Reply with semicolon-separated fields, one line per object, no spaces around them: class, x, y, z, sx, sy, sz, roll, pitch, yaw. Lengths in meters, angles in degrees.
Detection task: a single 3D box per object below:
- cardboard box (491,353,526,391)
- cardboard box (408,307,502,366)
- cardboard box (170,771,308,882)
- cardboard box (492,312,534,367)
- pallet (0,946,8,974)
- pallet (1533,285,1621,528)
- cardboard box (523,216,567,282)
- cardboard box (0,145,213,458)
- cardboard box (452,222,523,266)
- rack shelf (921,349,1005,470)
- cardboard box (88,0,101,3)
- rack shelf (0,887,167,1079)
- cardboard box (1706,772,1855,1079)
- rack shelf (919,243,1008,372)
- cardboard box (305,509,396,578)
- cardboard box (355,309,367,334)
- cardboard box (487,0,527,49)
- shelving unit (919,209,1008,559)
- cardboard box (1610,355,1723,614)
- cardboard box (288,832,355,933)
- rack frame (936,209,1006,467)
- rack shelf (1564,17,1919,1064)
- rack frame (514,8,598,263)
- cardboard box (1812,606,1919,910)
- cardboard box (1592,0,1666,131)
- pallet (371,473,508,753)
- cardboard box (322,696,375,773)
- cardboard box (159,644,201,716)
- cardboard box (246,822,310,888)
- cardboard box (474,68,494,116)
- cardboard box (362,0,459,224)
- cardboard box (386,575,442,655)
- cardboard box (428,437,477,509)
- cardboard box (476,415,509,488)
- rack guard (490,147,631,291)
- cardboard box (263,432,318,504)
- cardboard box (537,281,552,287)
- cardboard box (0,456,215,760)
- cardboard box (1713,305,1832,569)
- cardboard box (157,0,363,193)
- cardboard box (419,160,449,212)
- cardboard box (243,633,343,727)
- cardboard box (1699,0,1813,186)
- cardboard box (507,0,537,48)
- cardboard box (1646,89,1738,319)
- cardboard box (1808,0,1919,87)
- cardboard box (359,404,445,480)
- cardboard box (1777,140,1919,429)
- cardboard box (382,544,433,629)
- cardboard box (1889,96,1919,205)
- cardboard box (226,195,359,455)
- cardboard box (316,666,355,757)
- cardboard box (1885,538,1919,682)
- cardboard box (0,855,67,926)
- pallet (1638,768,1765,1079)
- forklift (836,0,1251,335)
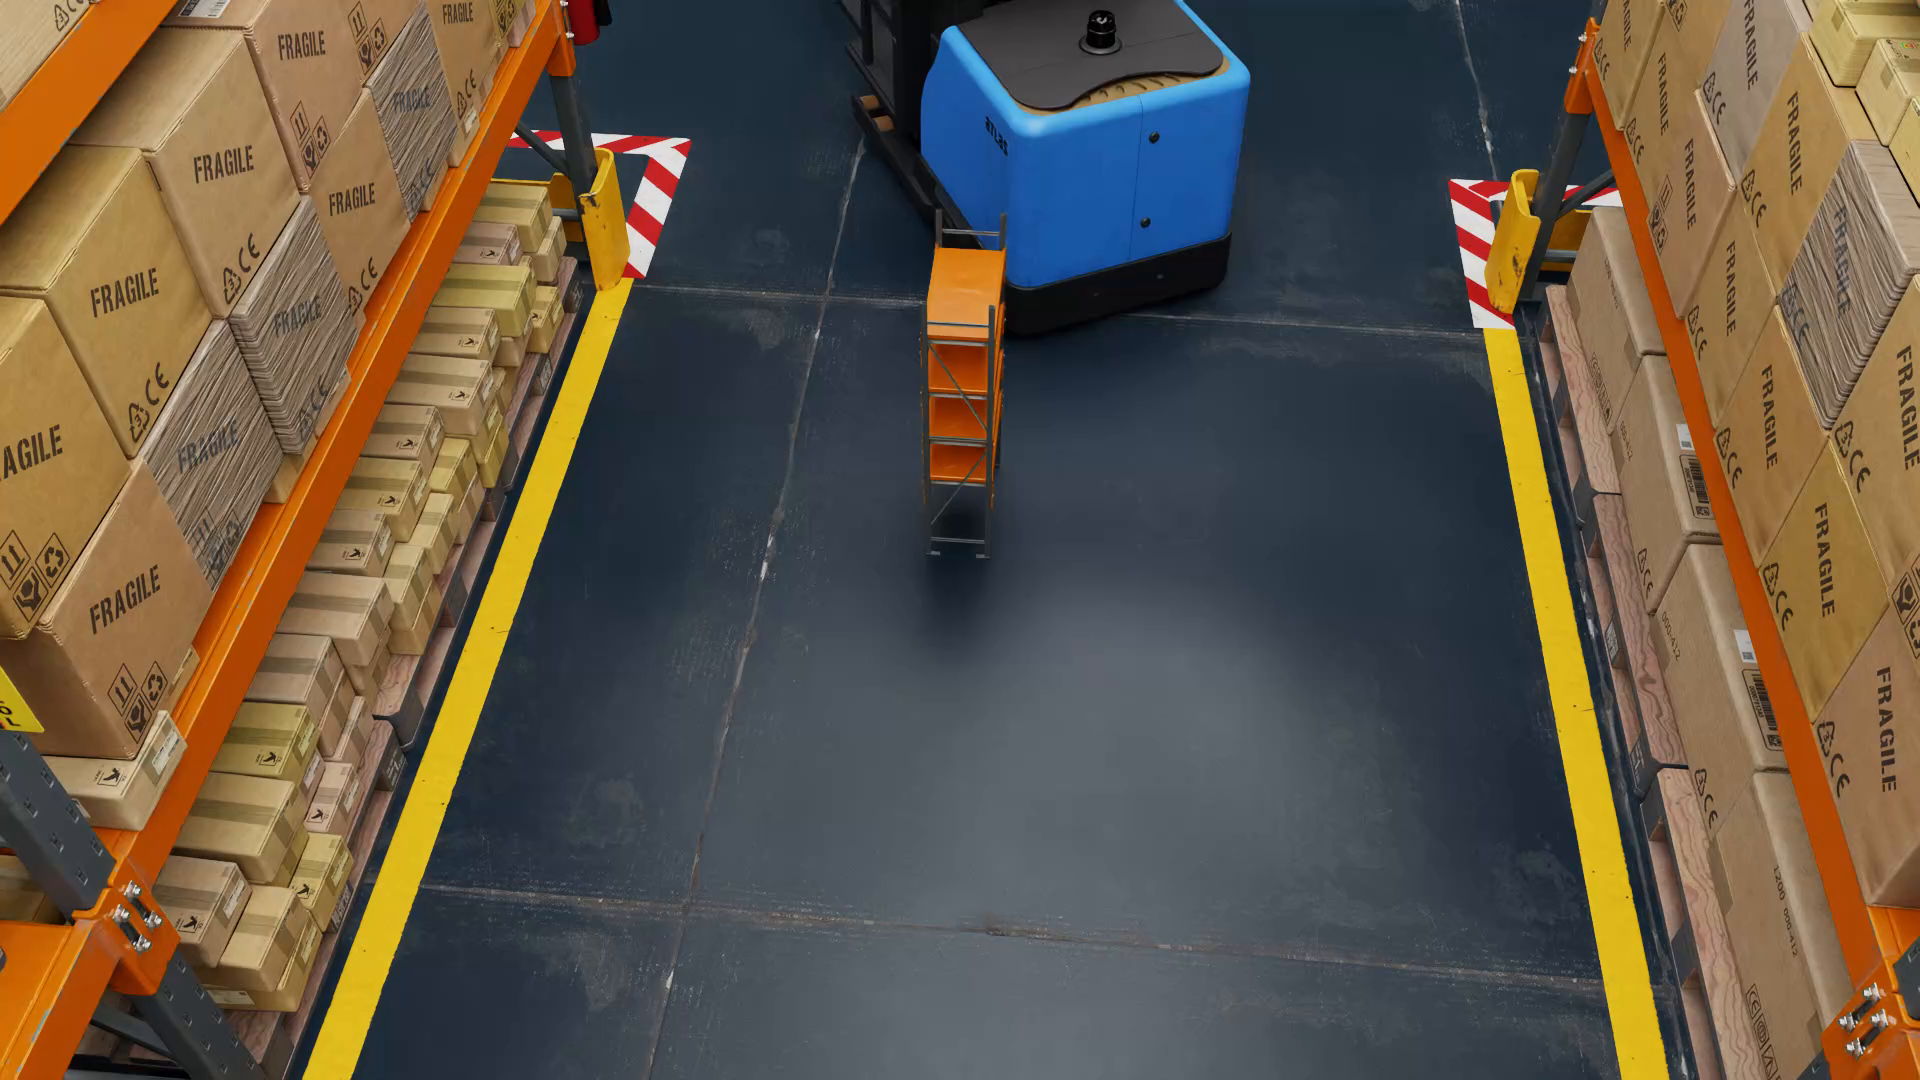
cardboard box;-1.930;-0.710;6.514;0.380;0.149;0.250;4;48;3
cardboard box;-1.917;-0.724;6.124;0.380;0.149;0.250;2;48;2
cardboard box;-2.100;0.806;4.724;0.380;0.149;0.250;6;48;5
cardboard box;-1.867;-0.806;6.400;0.380;0.149;0.250;2;48;2
pallet;-2.637;1.241;3.212;1.003;0.211;1.213;4;48;4
pallet;2.886;-0.523;6.585;1.003;0.211;1.213;4;48;4
cardboard box;-1.822;-1.188;6.750;0.380;0.149;0.250;3;48;2
cardboard box;-2.106;-0.545;3.768;0.500;0.500;0.500;3;48;2
cardboard box;-1.934;-1.109;6.476;0.380;0.149;0.250;5;48;4
rack shelf;0.015;-0.481;5.968;0.258;0.148;0.480;4;48;4
cardboard box;-2.014;-1.410;3.576;0.500;0.250;0.500;6;48;5
rack shelf;-2.604;2.337;2.568;1.077;0.370;4.000;4;48;4
cardboard box;2.681;1.152;4.616;0.875;0.438;0.875;3;48;3
rack shelf;0.015;-0.792;5.629;0.258;0.148;0.480;4;48;4
cardboard box;-2.078;0.036;5.428;0.380;0.149;0.250;2;48;2
cardboard box;-2.021;-0.648;4.980;0.380;0.149;0.250;5;48;5
cardboard box;-1.842;-2.102;5.870;0.500;0.500;0.500;5;48;4
shelving unit;0.015;-0.527;5.918;0.258;1.200;0.503;4;48;4
cardboard box;2.845;-0.169;5.823;0.875;0.438;0.875;5;48;5
cardboard box;-2.045;1.003;4.947;0.380;0.149;0.250;5;48;5
rack frame;0.037;-0.706;6.082;0.240;1.200;0.015;4;48;4
rack shelf;2.699;-0.344;5.020;1.077;0.370;4.000;4;48;4
rack frame;-2.058;-2.315;6.335;1.000;3.000;0.127;4;48;4
cardboard box;2.304;0.491;3.700;0.500;0.500;0.500;4;48;4
cardboard box;2.551;-1.757;5.756;0.500;0.500;0.500;4;48;3
pallet;-2.288;0.170;5.951;1.003;0.211;1.213;4;48;4
cardboard box;-2.101;0.627;5.291;0.380;0.149;0.250;3;48;3
cardboard box;-2.121;0.328;4.088;0.380;0.149;0.250;5;48;5
cardboard box;-2.137;0.907;4.833;0.380;0.149;0.250;4;48;4
cardboard box;-1.874;-1.606;5.857;0.380;0.149;0.250;3;48;3
cardboard box;-1.931;-1.351;5.183;0.500;0.500;0.500;4;48;4
cardboard box;-1.991;0.242;5.643;0.380;0.149;0.250;3;48;2
cardboard box;-1.943;-0.238;5.880;0.380;0.149;0.250;6;48;5
cardboard box;-1.901;-0.336;6.172;0.380;0.149;0.250;2;48;2
rack guard;-2.065;-1.416;7.206;1.175;0.500;0.348;4;48;4
cardboard box;-2.030;-0.252;4.618;0.380;0.149;0.250;5;48;4
cardboard box;-1.898;-1.094;6.865;0.380;0.149;0.250;5;48;4
cardboard box;-2.126;0.143;3.817;0.500;0.500;0.500;3;48;3
cardboard box;2.377;-0.258;4.385;0.500;0.500;0.500;3;48;3
cardboard box;-1.981;-1.290;4.450;0.500;0.500;0.500;2;48;2
cardboard box;-1.927;-1.226;5.508;0.380;0.149;0.250;2;48;2
cardboard box;-2.125;0.424;5.074;0.380;0.149;0.250;3;48;3
cardboard box;2.474;-1.335;4.693;0.500;0.500;0.500;4;48;3
cardboard box;-1.806;-1.972;6.191;0.380;0.149;0.250;4;48;4
cardboard box;2.469;-1.011;5.074;0.500;0.500;0.500;4;48;3
cardboard box;2.390;-1.268;4.192;0.380;0.149;0.250;3;48;3
cardboard box;-2.021;-0.337;5.769;0.380;0.149;0.250;2;48;2
cardboard box;2.376;-0.601;4.021;0.500;0.500;0.500;4;48;4
cardboard box;-1.988;0.146;5.530;0.380;0.149;0.250;4;48;3
cardboard box;2.407;-0.890;3.847;0.380;0.149;0.250;3;48;3
cardboard box;-2.006;-0.589;4.486;0.500;0.500;0.500;3;48;3
cardboard box;-2.123;0.528;5.180;0.380;0.149;0.250;2;48;2
cardboard box;2.284;0.146;3.338;0.500;0.500;0.500;4;48;3
cardboard box;-2.649;0.965;4.579;0.380;0.149;0.250;5;48;5
pallet;2.664;1.270;4.945;1.003;0.211;1.213;4;48;4
forklift;0.127;-2.952;6.964;1.130;2.935;3.031;-17;50;-15
